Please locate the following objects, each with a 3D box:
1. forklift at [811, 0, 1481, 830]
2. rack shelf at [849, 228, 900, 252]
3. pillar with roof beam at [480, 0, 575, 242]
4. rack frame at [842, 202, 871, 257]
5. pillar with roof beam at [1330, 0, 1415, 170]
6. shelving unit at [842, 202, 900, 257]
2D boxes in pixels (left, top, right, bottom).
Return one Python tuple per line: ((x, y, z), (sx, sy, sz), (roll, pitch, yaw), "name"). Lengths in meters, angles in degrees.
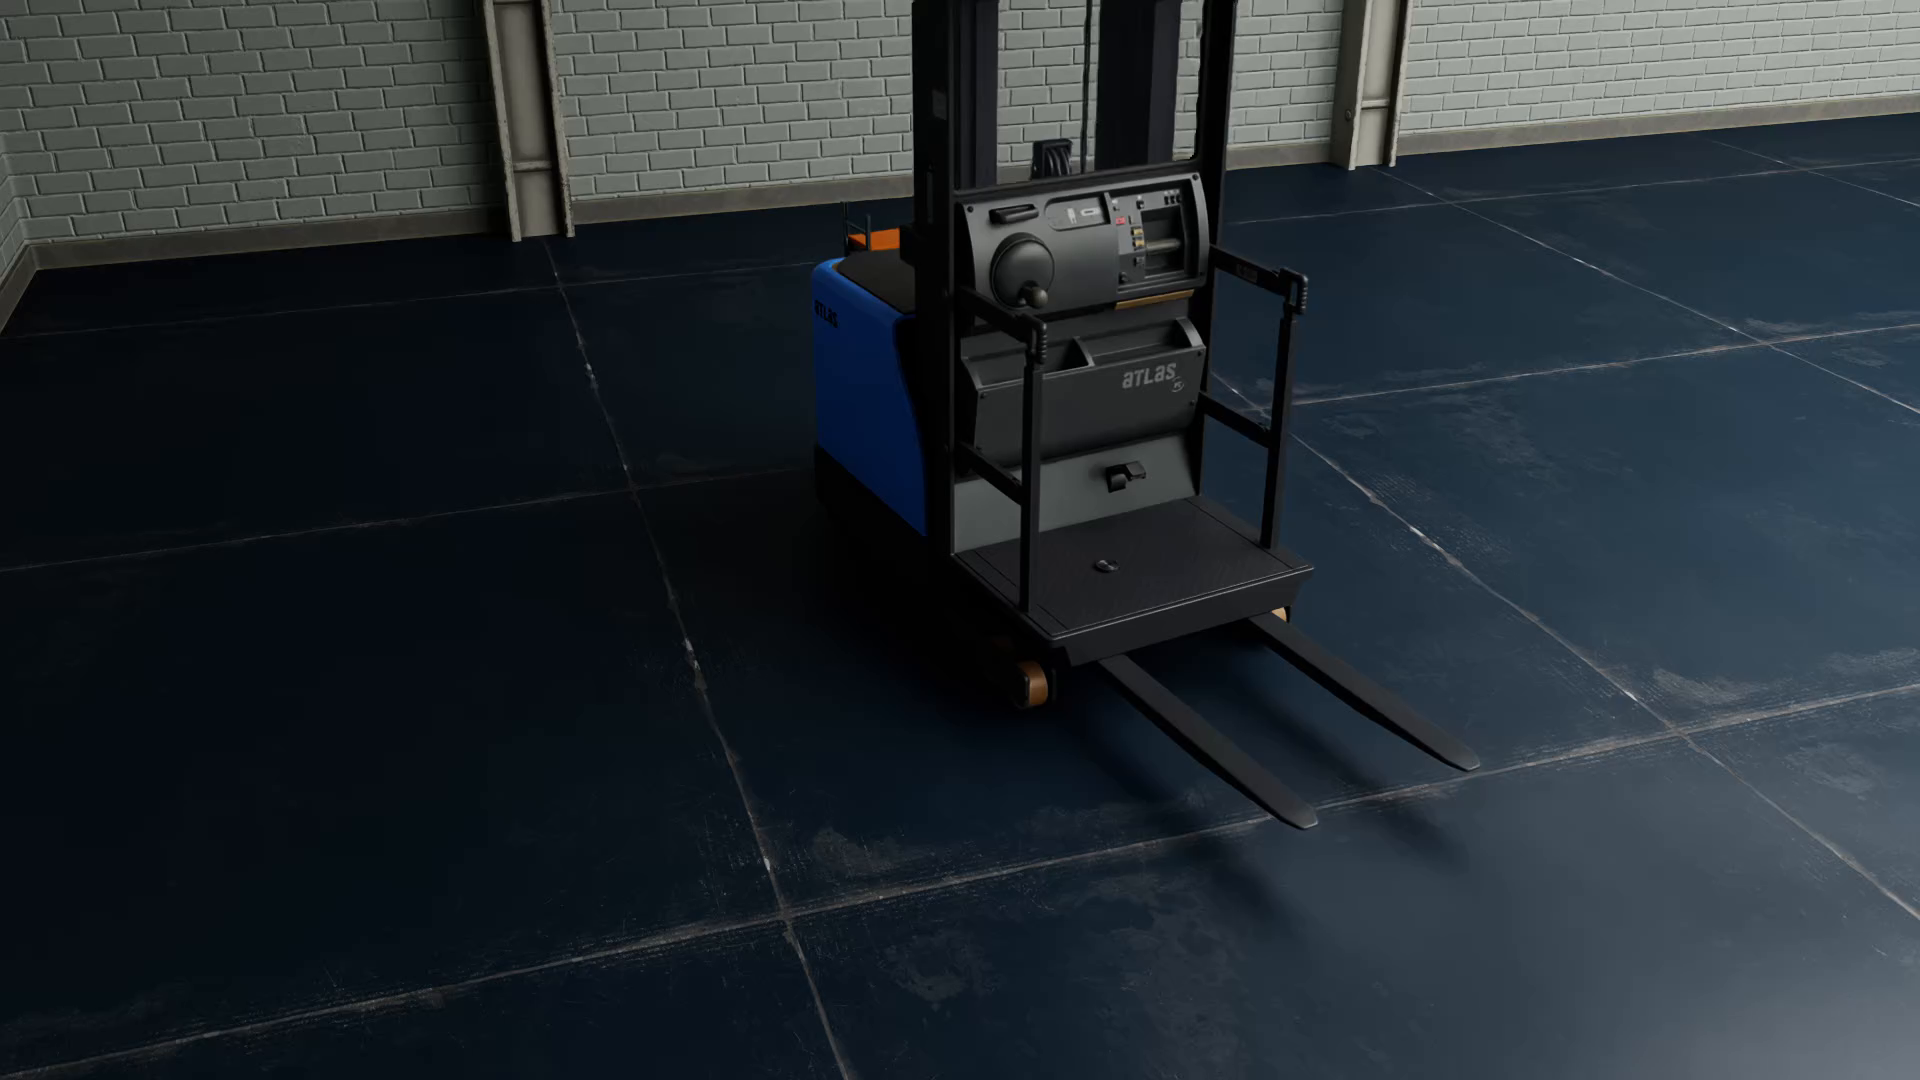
((0.535, -0.972, 5.411), (1.130, 2.935, 3.031), (-13, 29, -25), "forklift")
((-0.207, -1.213, 6.959), (0.480, 0.148, 0.258), (-13, 29, -25), "rack shelf")
((-1.374, -4.198, 5.086), (0.400, 9.000, 9.100), (-8, 28, -16), "pillar with roof beam")
((-0.421, -0.809, 7.029), (0.015, 1.200, 0.240), (-13, 29, -25), "rack frame")
((4.331, -5.024, 6.750), (0.400, 9.000, 9.100), (-8, 28, -16), "pillar with roof beam")
((-0.206, -0.860, 7.132), (0.503, 1.200, 0.258), (-13, 29, -25), "shelving unit")
